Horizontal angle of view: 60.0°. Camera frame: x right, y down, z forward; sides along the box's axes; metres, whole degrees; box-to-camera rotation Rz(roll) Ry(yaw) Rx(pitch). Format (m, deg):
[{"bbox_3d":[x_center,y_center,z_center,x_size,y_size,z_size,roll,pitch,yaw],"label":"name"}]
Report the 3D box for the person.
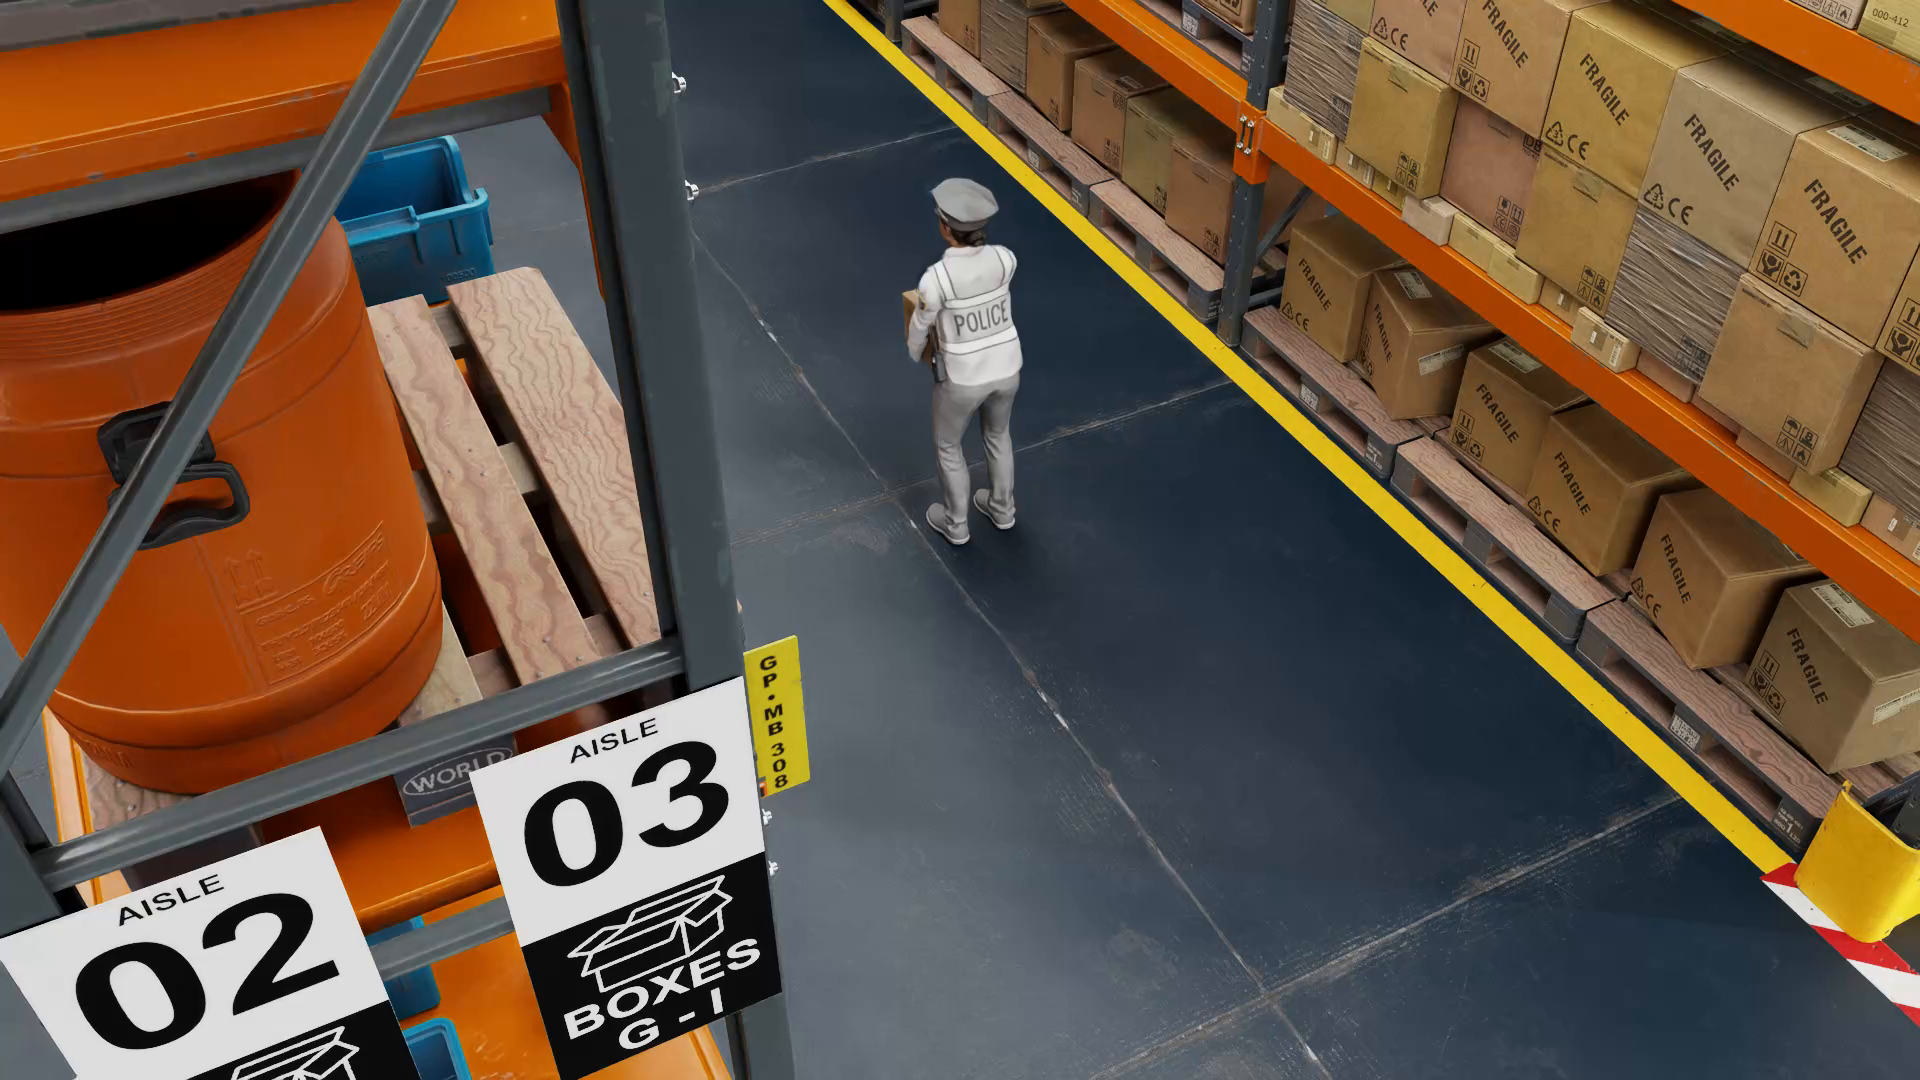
[{"bbox_3d":[0.010,-0.743,7.006,0.416,1.664,0.542,-20,45,-21],"label":"person"}]
